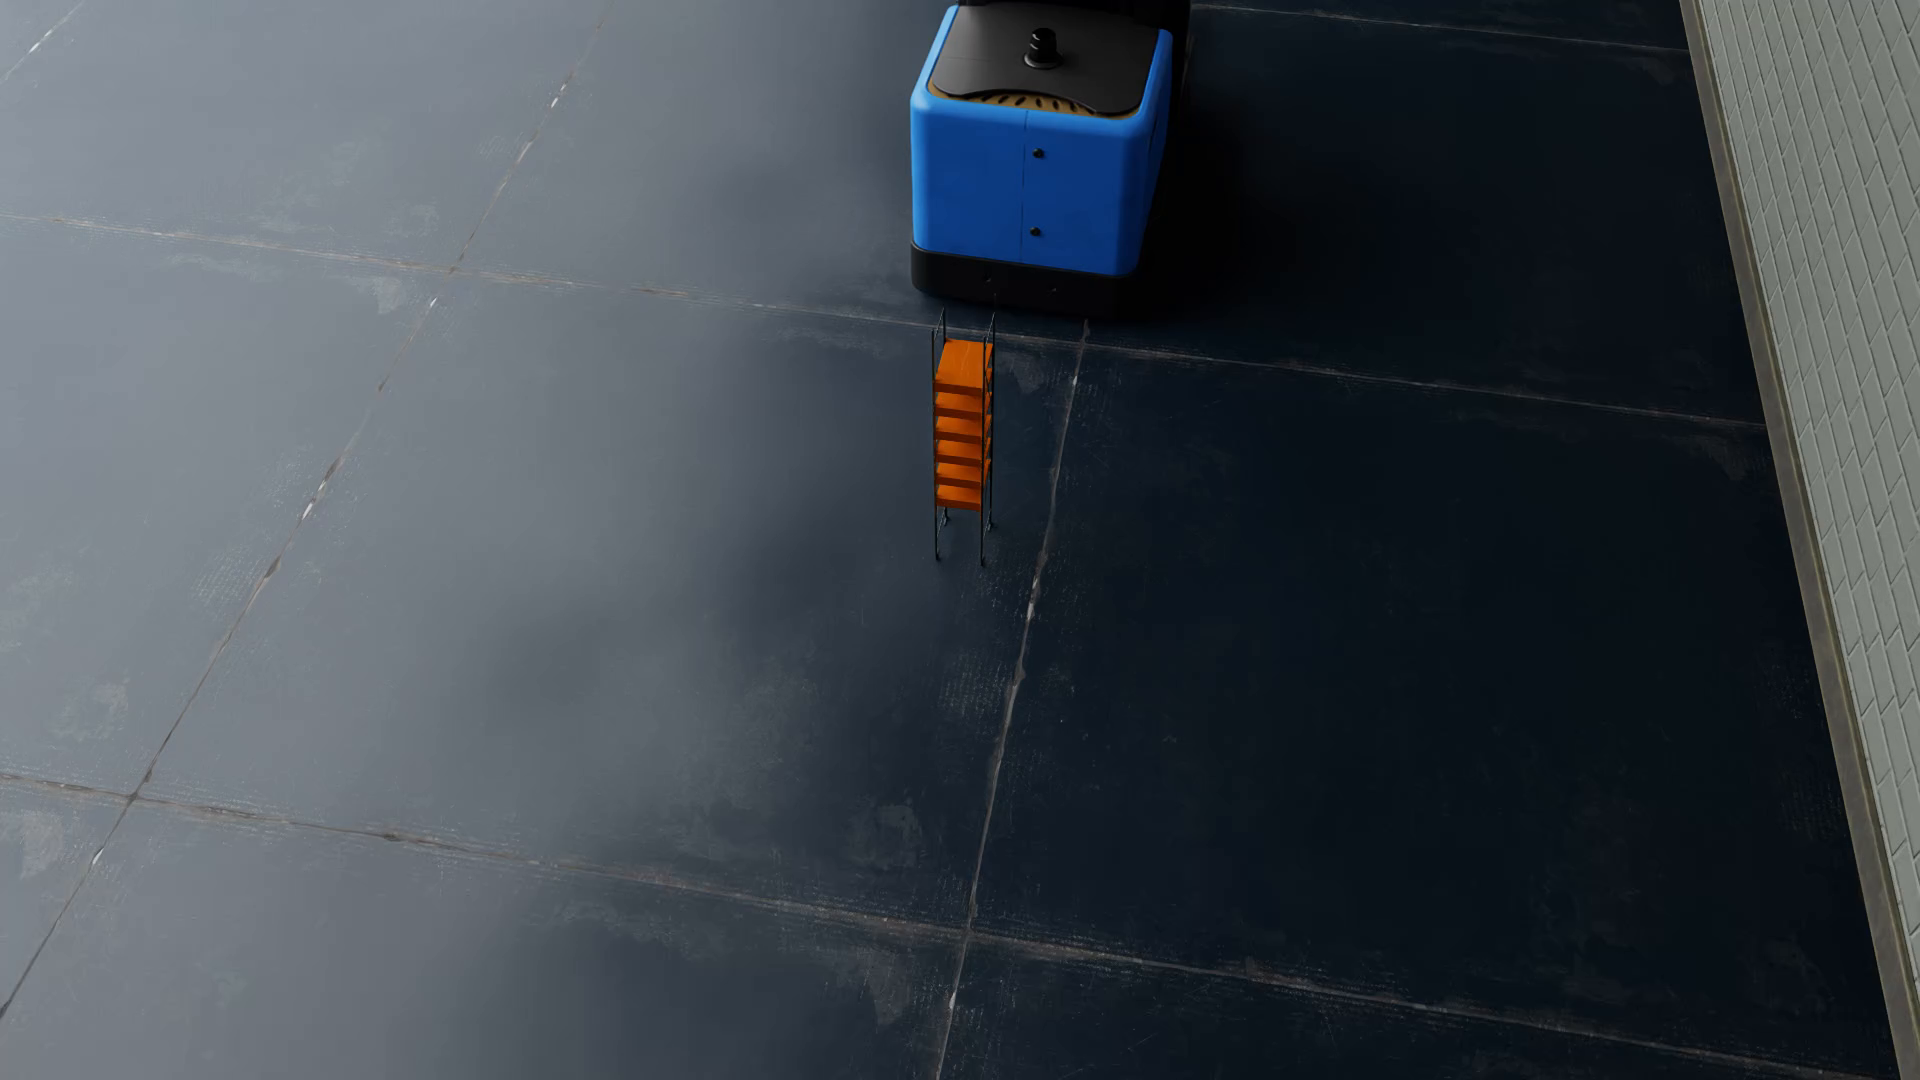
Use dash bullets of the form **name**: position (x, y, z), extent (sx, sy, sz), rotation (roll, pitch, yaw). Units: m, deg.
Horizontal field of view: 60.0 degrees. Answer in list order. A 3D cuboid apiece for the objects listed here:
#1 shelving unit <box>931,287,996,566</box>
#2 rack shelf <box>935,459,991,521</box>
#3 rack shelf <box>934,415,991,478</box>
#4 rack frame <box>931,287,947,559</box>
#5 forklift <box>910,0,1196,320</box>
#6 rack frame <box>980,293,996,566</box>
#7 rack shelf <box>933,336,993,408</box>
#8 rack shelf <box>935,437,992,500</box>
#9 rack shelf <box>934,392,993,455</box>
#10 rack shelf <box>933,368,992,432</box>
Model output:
- **shelving unit**: position (0.014, -0.399, 6.274), extent (0.189, 1.200, 0.258), rotation (8, 49, 7)
- **rack shelf**: position (0.014, -0.209, 6.486), extent (0.180, 0.103, 0.258), rotation (8, 49, 7)
- **rack shelf**: position (0.014, -0.369, 6.307), extent (0.180, 0.103, 0.258), rotation (8, 49, 7)
- **rack frame**: position (-0.076, -0.411, 6.285), extent (0.006, 1.200, 0.240), rotation (8, 49, 7)
- **forklift**: position (0.588, -3.096, 7.534), extent (1.130, 2.935, 3.031), rotation (9, 49, 8)
- **rack frame**: position (0.104, -0.387, 6.263), extent (0.006, 1.200, 0.240), rotation (8, 49, 7)
- **rack shelf**: position (0.014, -0.610, 6.039), extent (0.180, 0.103, 0.258), rotation (8, 49, 7)
- **rack shelf**: position (0.014, -0.289, 6.396), extent (0.180, 0.103, 0.258), rotation (8, 49, 7)
- **rack shelf**: position (0.014, -0.450, 6.218), extent (0.180, 0.103, 0.258), rotation (8, 49, 7)
- **rack shelf**: position (0.014, -0.530, 6.128), extent (0.180, 0.103, 0.258), rotation (8, 49, 7)
